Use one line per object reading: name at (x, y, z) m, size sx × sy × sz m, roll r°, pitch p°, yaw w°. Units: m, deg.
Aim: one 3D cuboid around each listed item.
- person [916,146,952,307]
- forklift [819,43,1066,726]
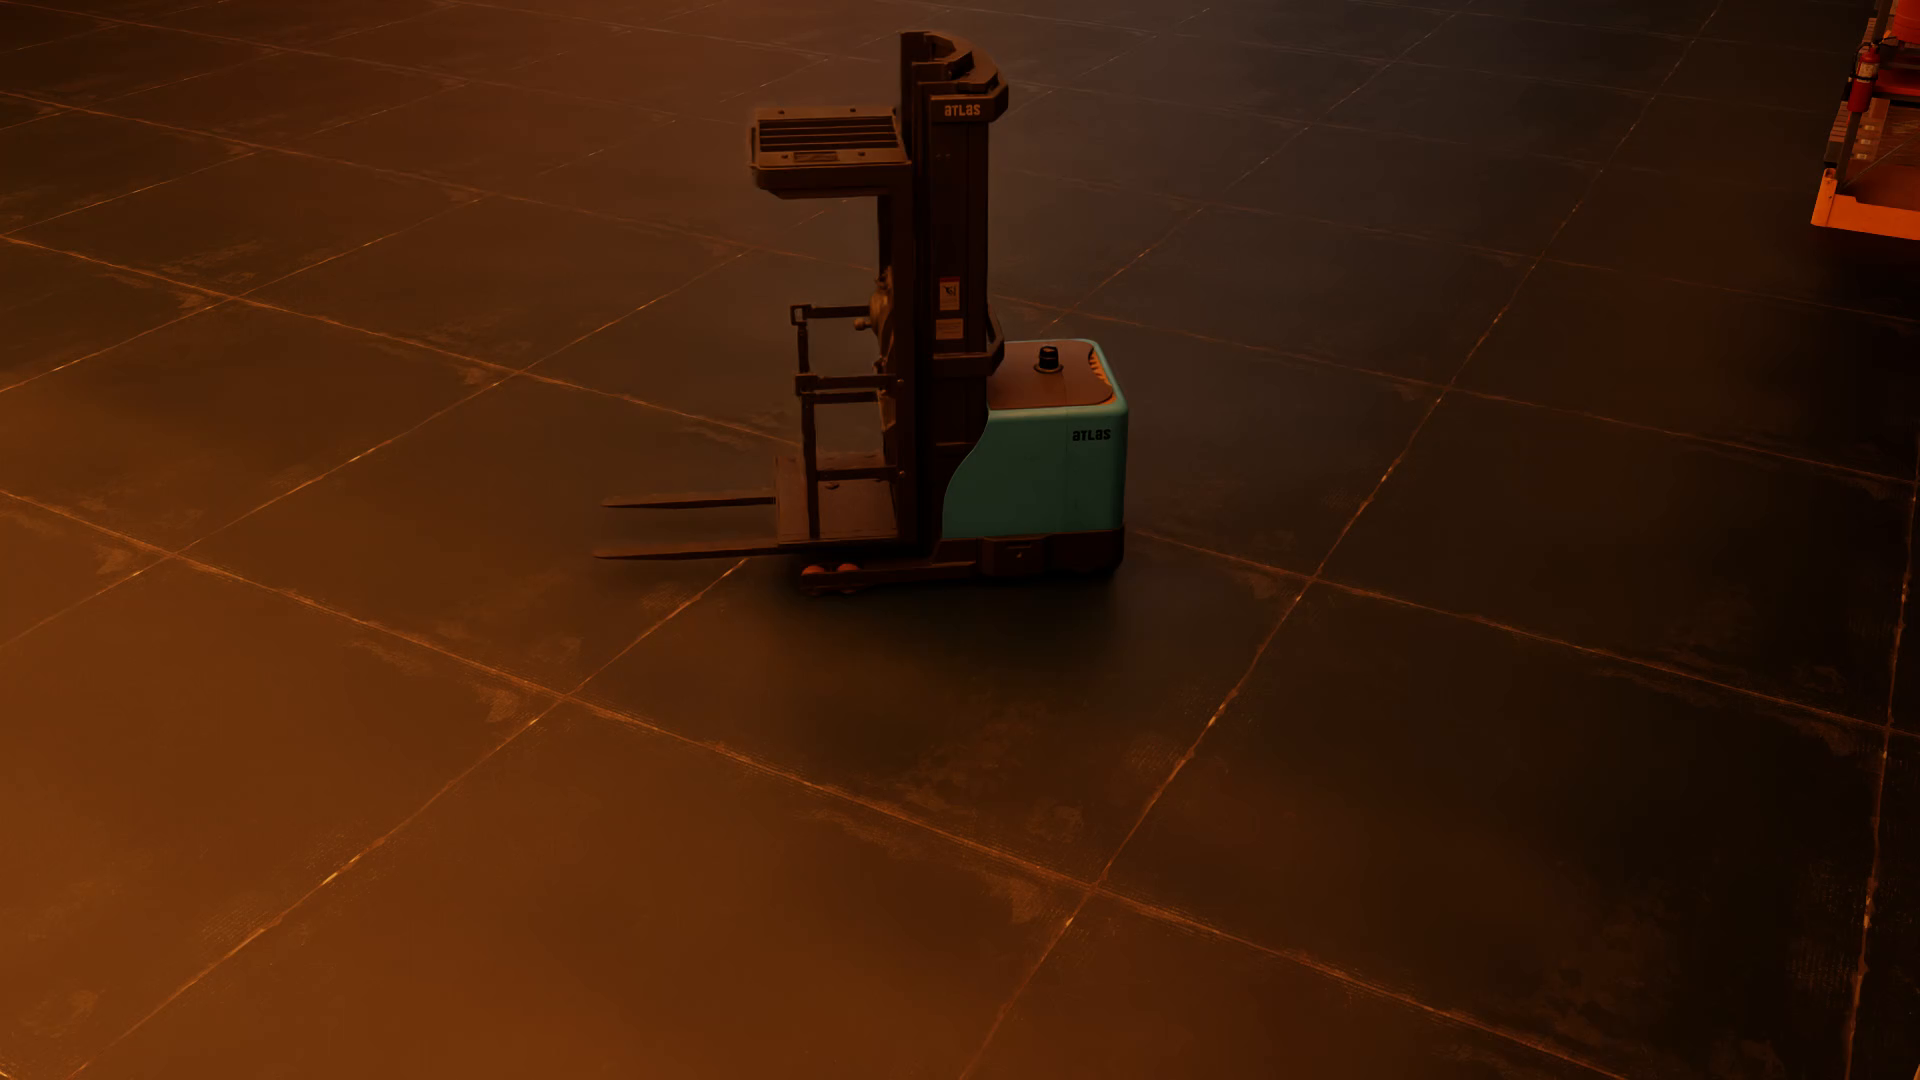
person at (-0.123, -1.887, 11.562) m, size 0.533 × 1.694 × 0.585 m, roll -2°, pitch 30°, yaw -4°
forklift at (-0.073, -0.958, 8.730) m, size 1.130 × 2.935 × 3.031 m, roll 4°, pitch 30°, yaw 7°
